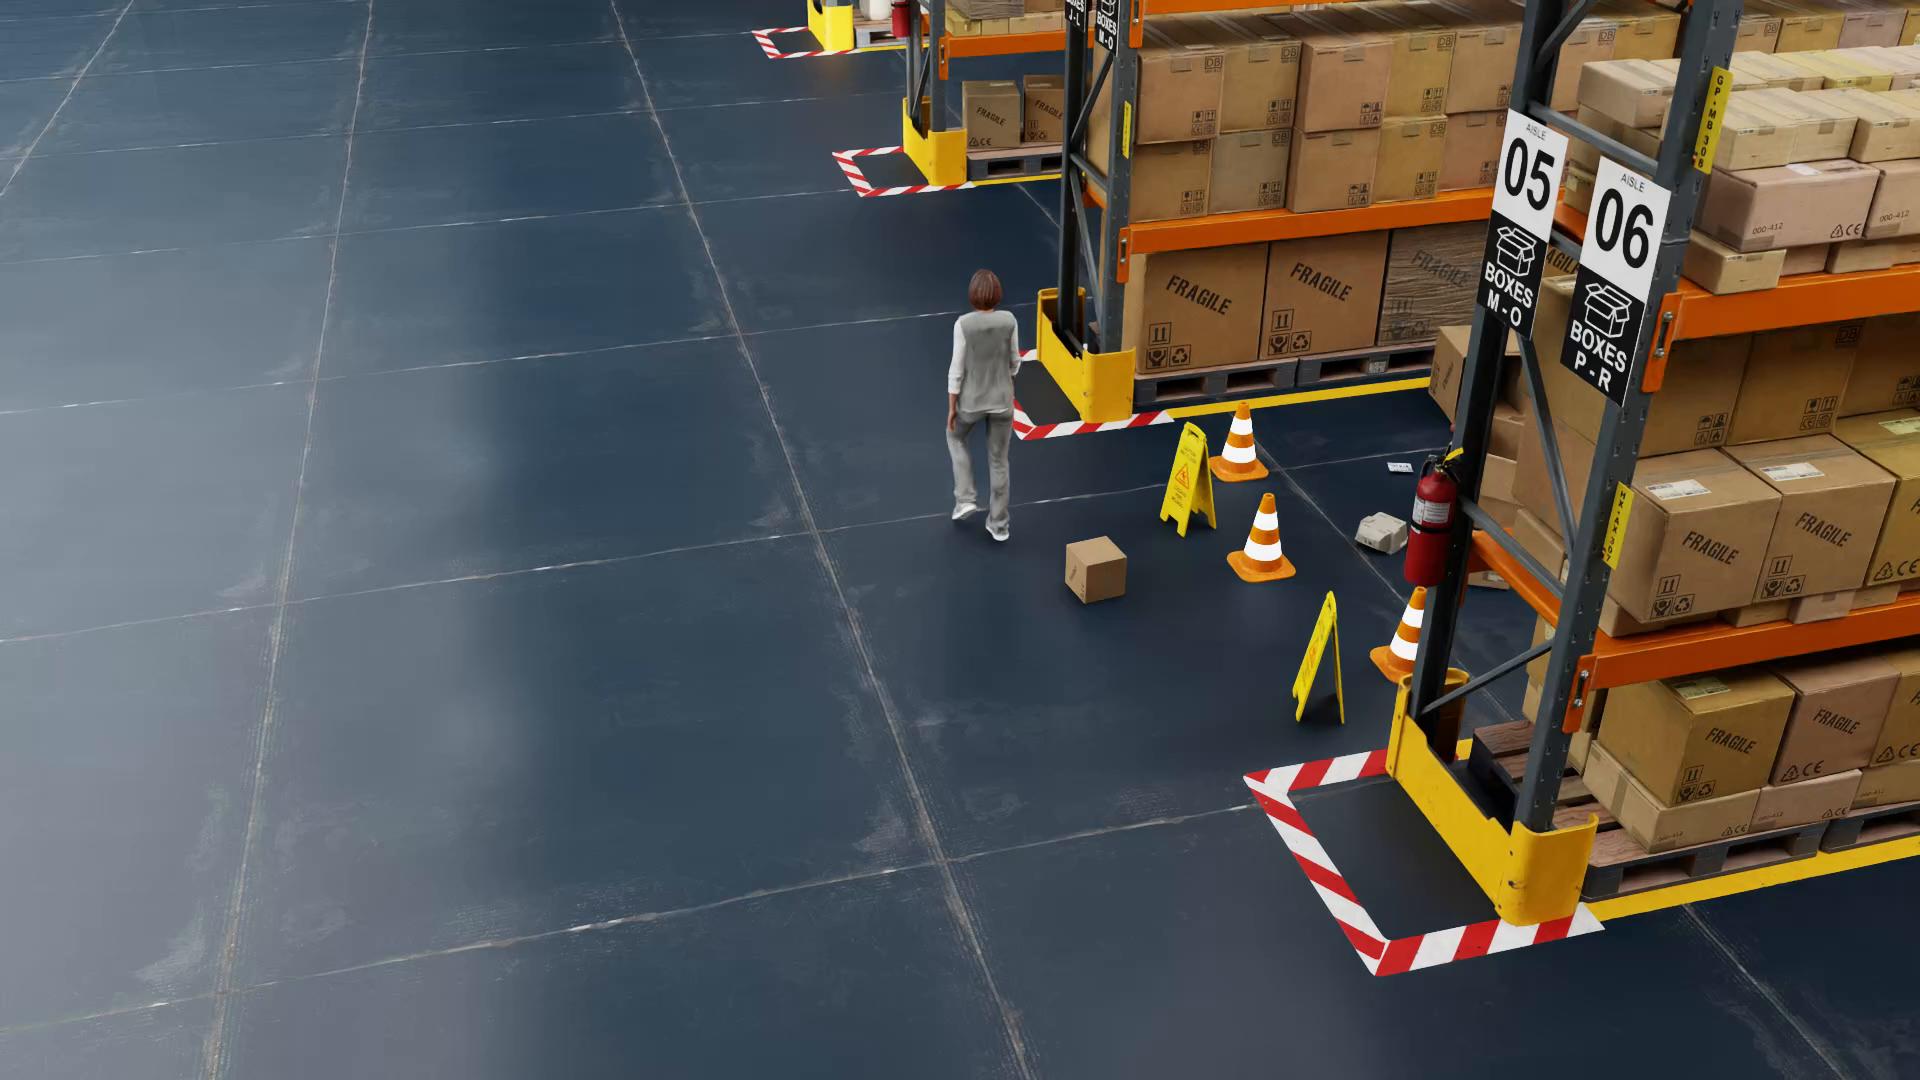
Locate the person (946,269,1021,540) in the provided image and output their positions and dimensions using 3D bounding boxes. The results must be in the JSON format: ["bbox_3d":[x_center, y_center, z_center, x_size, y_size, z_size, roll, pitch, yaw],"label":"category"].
[{"bbox_3d":[0.140,-0.700,9.535,0.450,1.527,0.527,-6,31,-10],"label":"person"}]
